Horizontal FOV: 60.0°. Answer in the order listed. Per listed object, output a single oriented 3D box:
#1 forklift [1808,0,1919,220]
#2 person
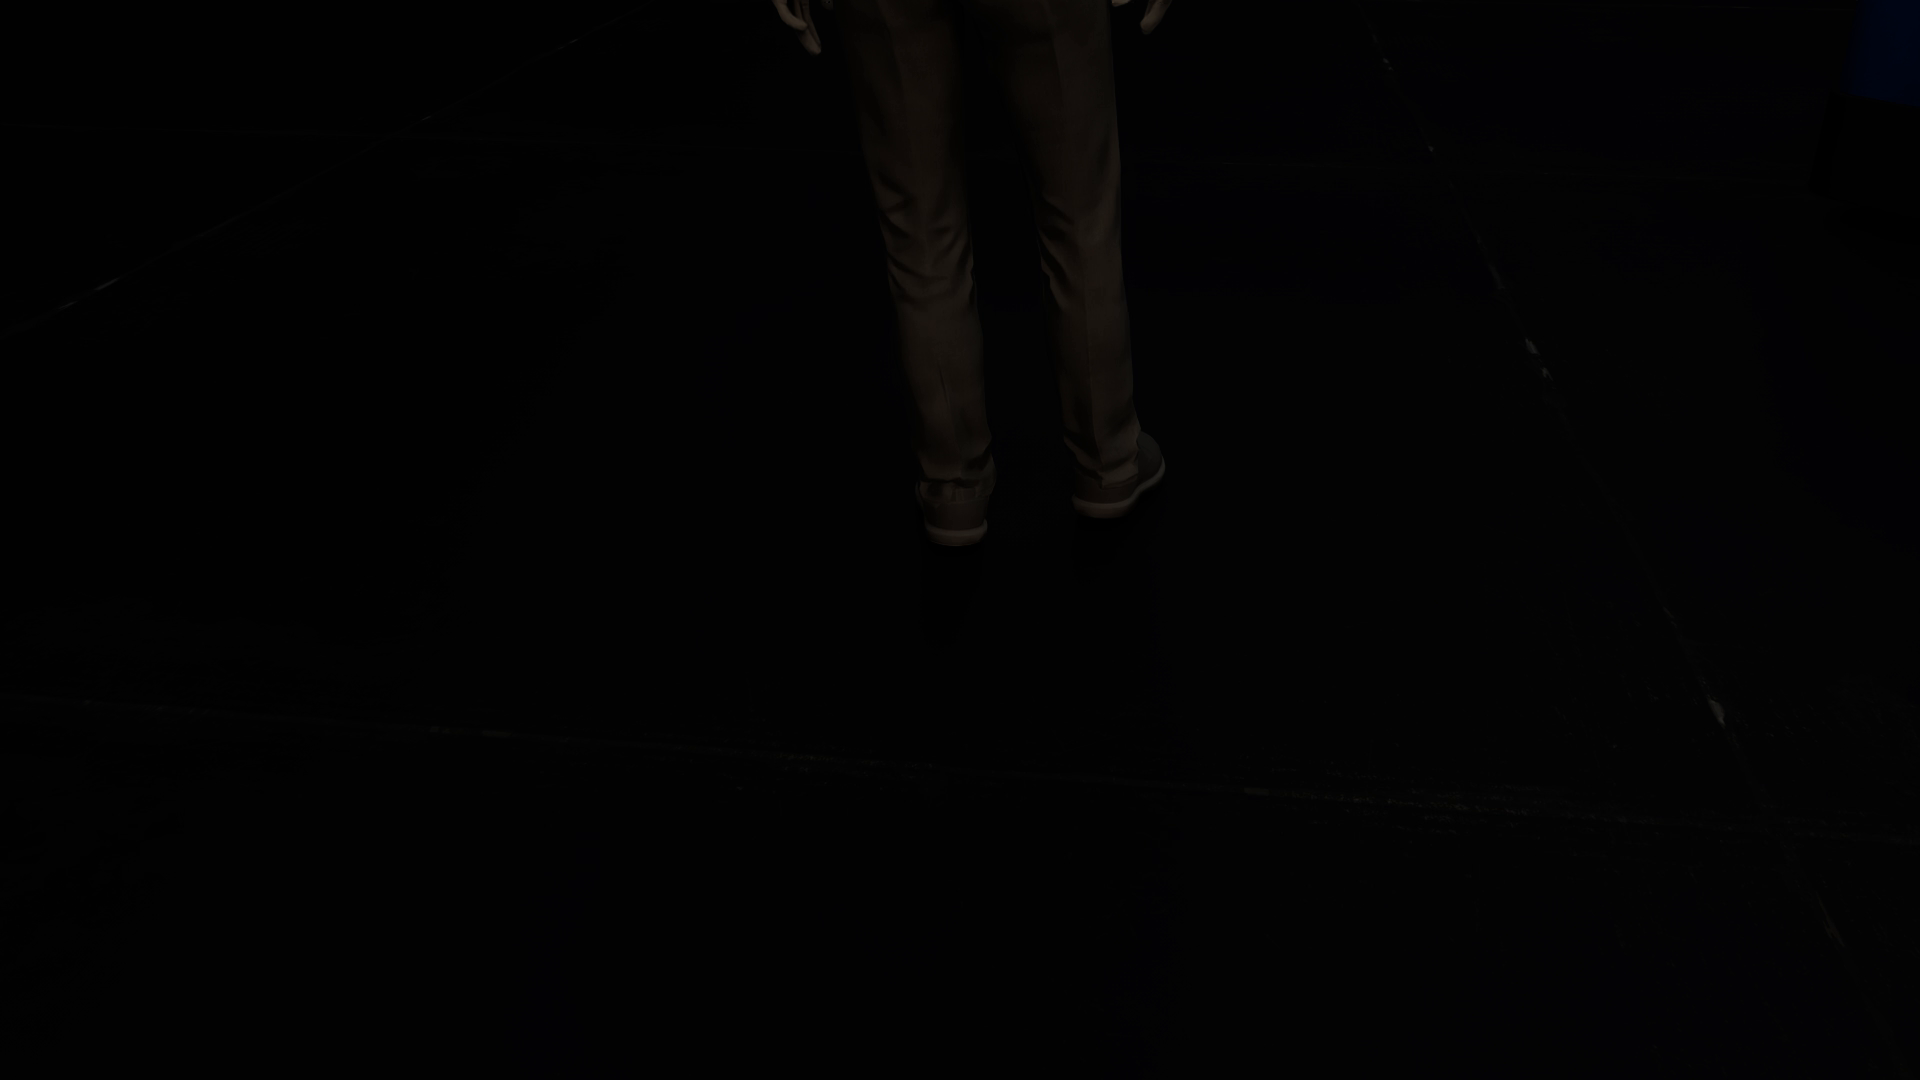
[{"bbox_3d":[3.579,-2.266,3.759,3.031,2.935,1.130,-16,31,-29],"label":"forklift"},{"bbox_3d":[0.015,-0.794,2.179,0.587,1.695,0.531,3,27,7],"label":"person"}]
